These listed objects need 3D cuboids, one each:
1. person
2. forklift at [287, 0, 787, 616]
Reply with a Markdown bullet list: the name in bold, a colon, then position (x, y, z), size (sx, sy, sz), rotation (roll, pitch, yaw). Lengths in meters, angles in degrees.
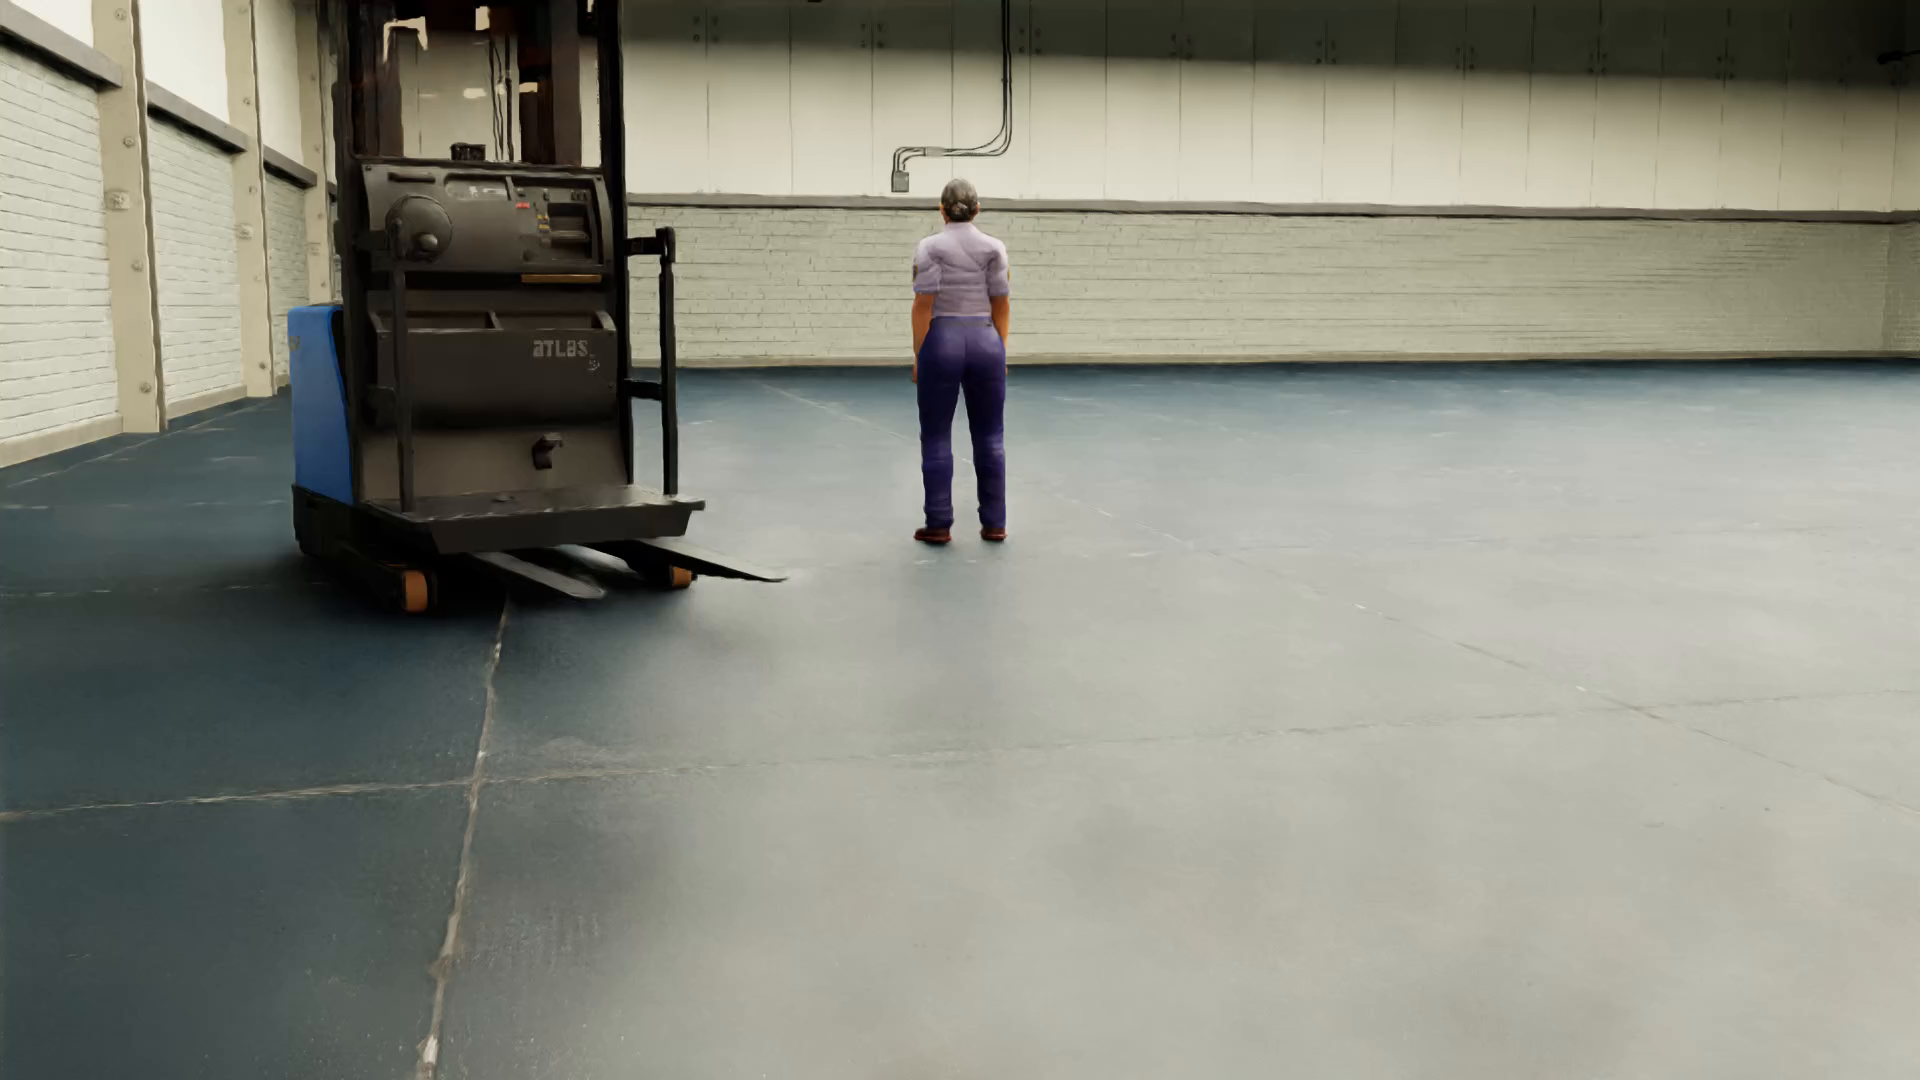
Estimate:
- **person**: position (0.004, -0.816, 7.610), size (0.480, 1.652, 0.349), rotation (-2, 8, -13)
- **forklift**: position (-1.659, -1.259, 6.131), size (1.130, 2.935, 3.031), rotation (-5, 10, -33)
